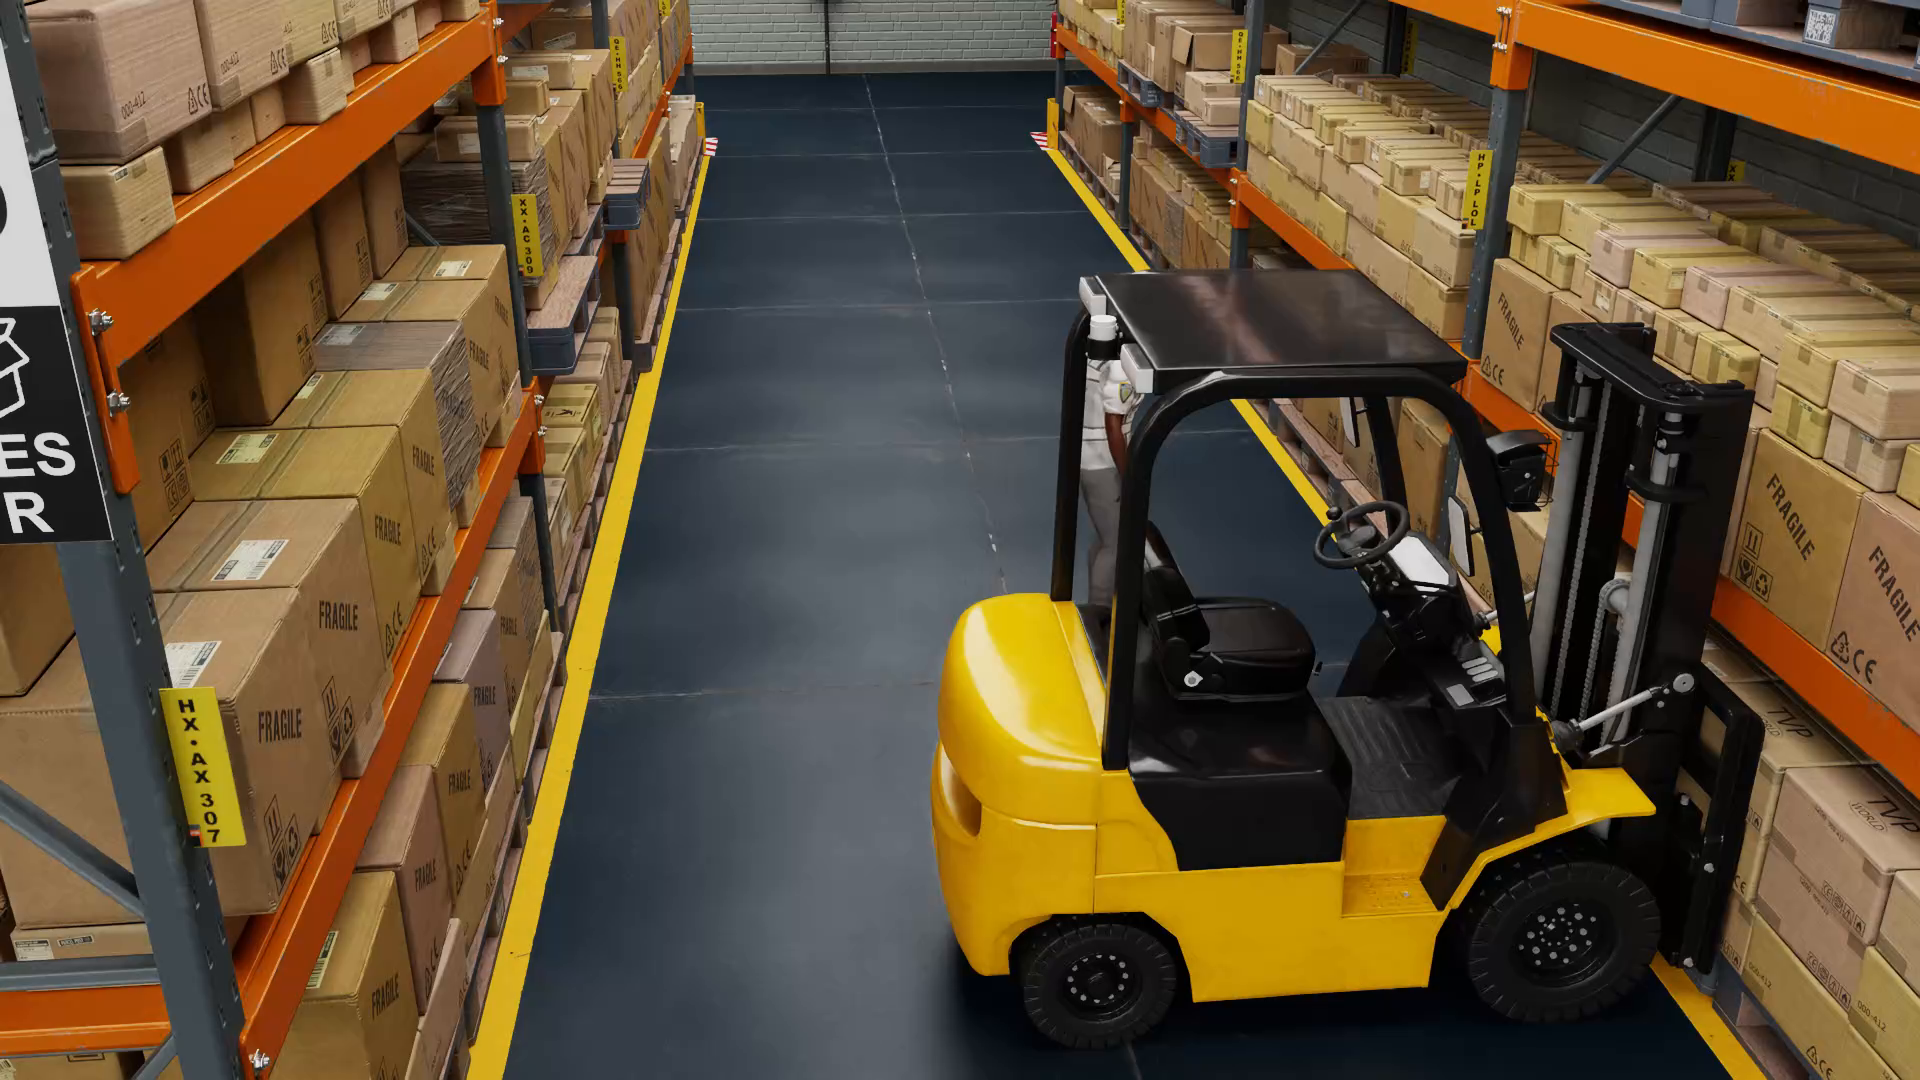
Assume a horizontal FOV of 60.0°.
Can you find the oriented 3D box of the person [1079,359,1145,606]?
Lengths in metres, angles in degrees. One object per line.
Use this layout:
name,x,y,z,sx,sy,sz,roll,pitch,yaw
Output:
person,0.684,-0.340,7.371,0.428,1.658,0.527,-4,24,-8
